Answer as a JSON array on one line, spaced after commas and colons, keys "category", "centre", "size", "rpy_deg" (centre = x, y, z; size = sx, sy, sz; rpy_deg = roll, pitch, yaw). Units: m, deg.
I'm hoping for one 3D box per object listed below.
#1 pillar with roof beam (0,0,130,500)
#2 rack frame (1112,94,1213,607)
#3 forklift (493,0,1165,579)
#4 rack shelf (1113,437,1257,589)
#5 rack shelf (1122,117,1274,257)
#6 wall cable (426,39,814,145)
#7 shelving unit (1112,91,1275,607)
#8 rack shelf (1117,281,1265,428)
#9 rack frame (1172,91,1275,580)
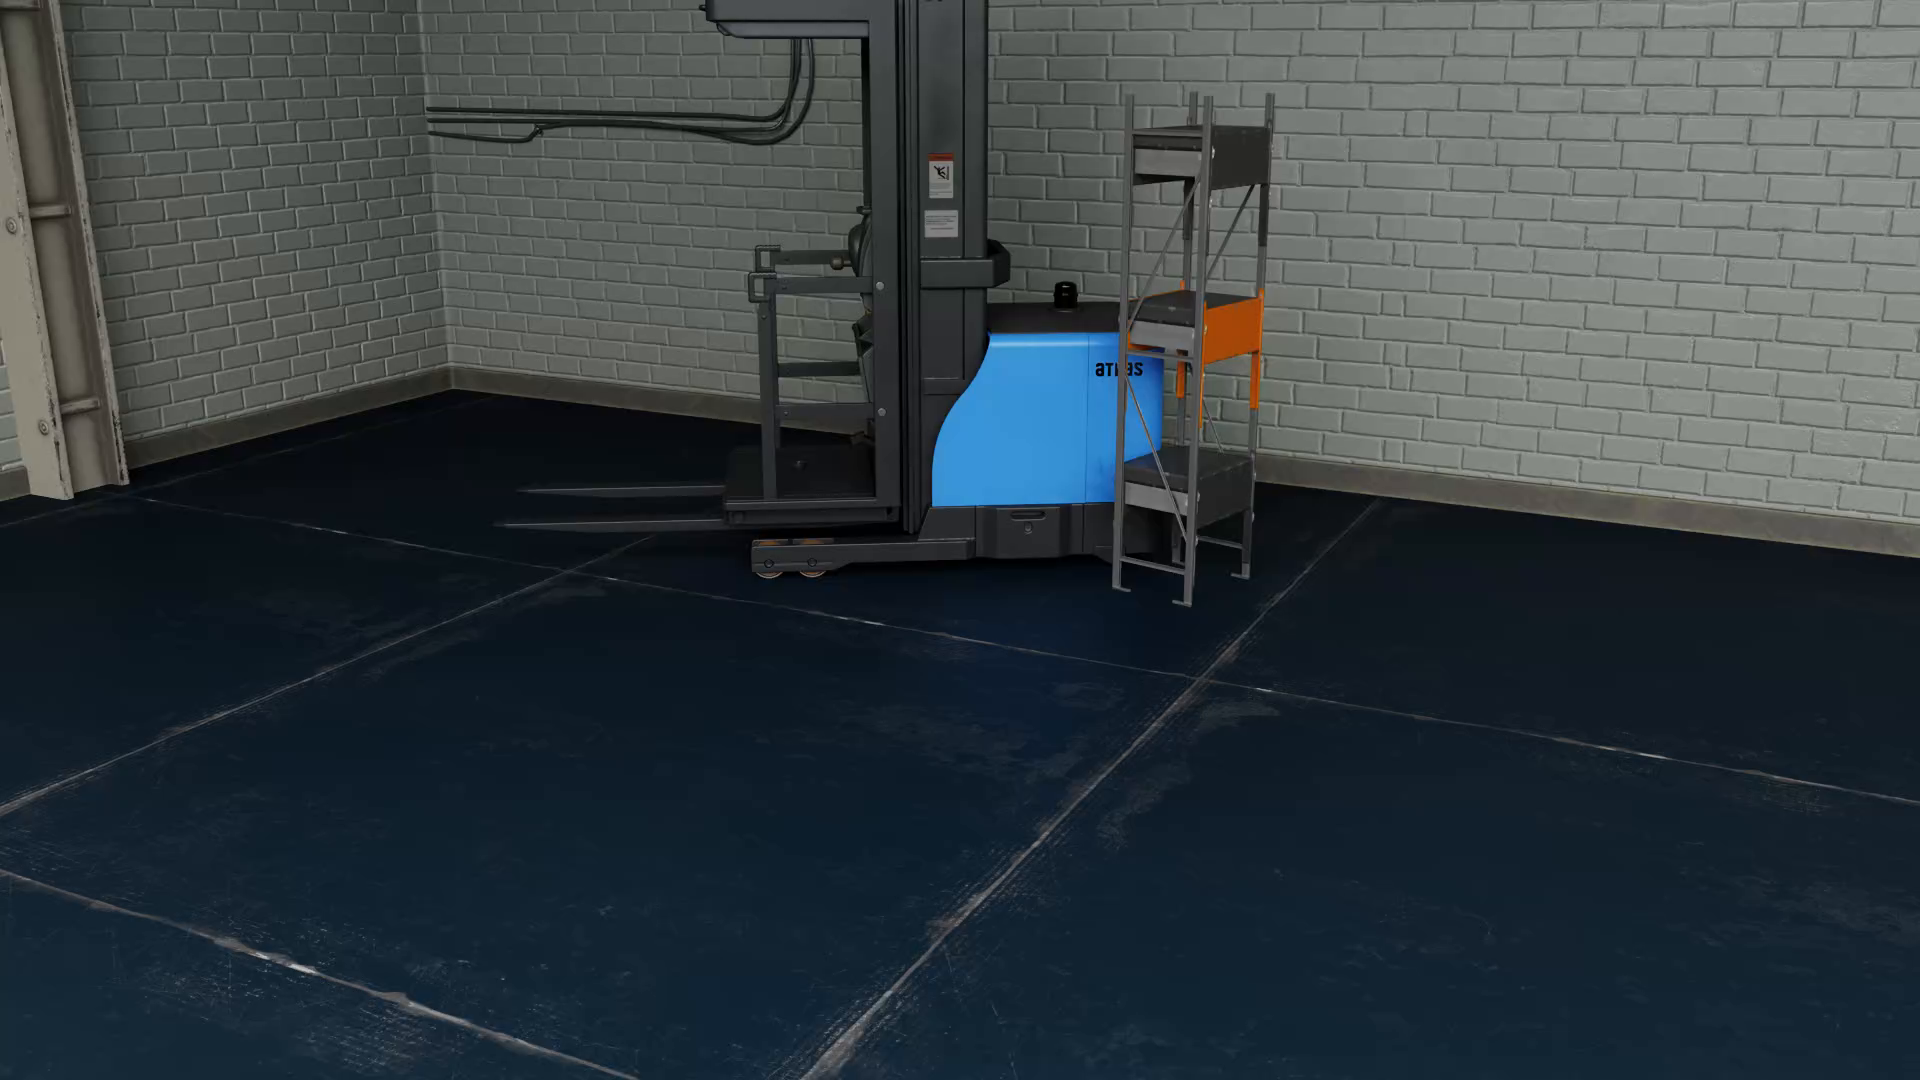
[{"category": "pillar with roof beam", "centre": [-0.896, -4.046, 5.841], "size": [9.100, 9.000, 0.400], "rpy_deg": [8, 18, 25]}, {"category": "rack frame", "centre": [0.828, -0.759, 6.891], "size": [0.400, 2.100, 0.015], "rpy_deg": [13, 21, 37]}, {"category": "forklift", "centre": [-0.620, -1.390, 7.555], "size": [3.031, 2.935, 1.130], "rpy_deg": [-1, 17, -5]}, {"category": "rack shelf", "centre": [0.982, -0.128, 7.276], "size": [0.431, 0.518, 0.480], "rpy_deg": [13, 21, 37]}, {"category": "rack shelf", "centre": [0.982, -1.471, 6.877], "size": [0.431, 0.518, 0.480], "rpy_deg": [13, 21, 37]}, {"category": "wall cable", "centre": [-2.248, -3.687, 10.087], "size": [3.097, 2.526, 0.112], "rpy_deg": [8, 18, 25]}, {"category": "shelving unit", "centre": [0.982, -0.813, 7.072], "size": [0.431, 2.100, 0.503], "rpy_deg": [13, 21, 37]}, {"category": "rack shelf", "centre": [0.982, -0.800, 7.076], "size": [0.431, 0.518, 0.480], "rpy_deg": [13, 21, 37]}, {"category": "rack frame", "centre": [1.136, -0.866, 7.254], "size": [0.400, 2.100, 0.015], "rpy_deg": [13, 21, 37]}]
